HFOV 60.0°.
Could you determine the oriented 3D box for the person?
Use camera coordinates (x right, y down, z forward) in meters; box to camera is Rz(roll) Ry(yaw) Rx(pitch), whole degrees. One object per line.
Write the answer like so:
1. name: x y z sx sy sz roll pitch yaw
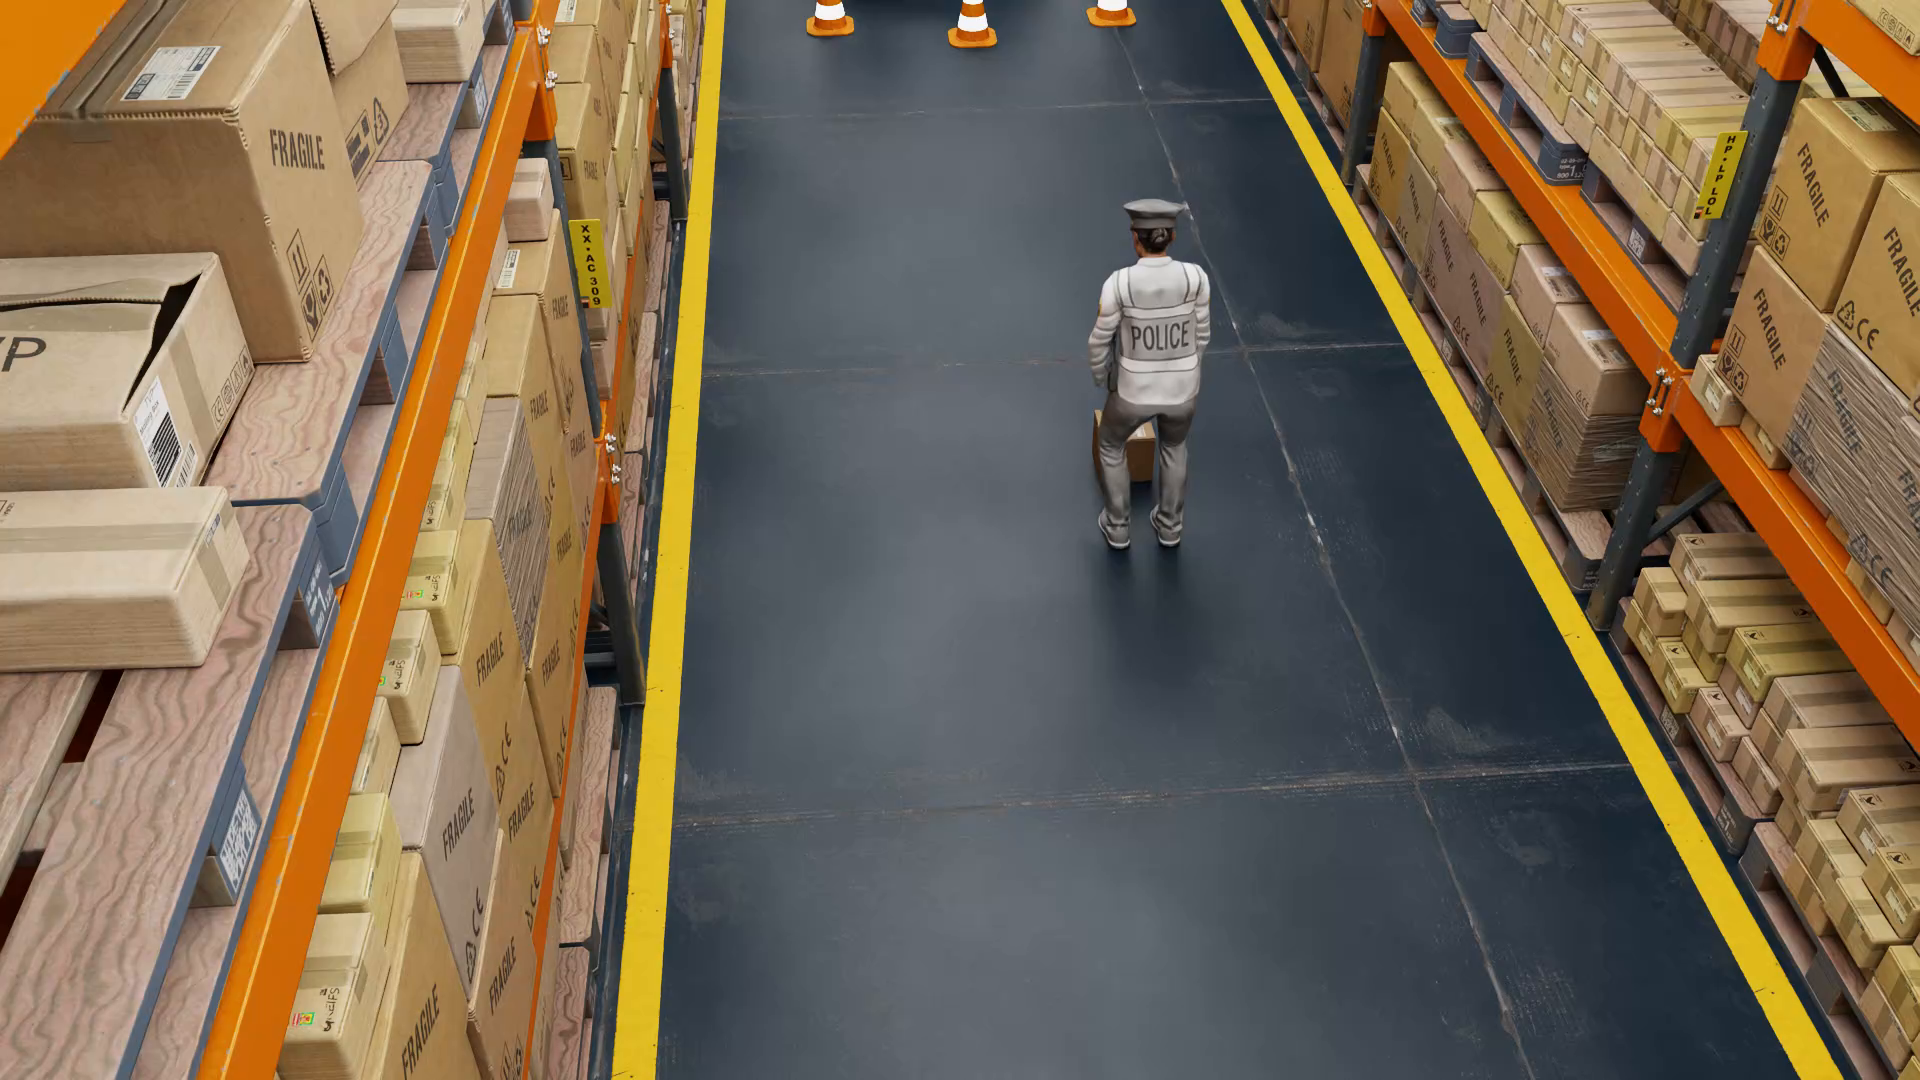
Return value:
1. person: 0.782 -0.668 7.027 0.508 1.604 0.485 -2 39 -3
